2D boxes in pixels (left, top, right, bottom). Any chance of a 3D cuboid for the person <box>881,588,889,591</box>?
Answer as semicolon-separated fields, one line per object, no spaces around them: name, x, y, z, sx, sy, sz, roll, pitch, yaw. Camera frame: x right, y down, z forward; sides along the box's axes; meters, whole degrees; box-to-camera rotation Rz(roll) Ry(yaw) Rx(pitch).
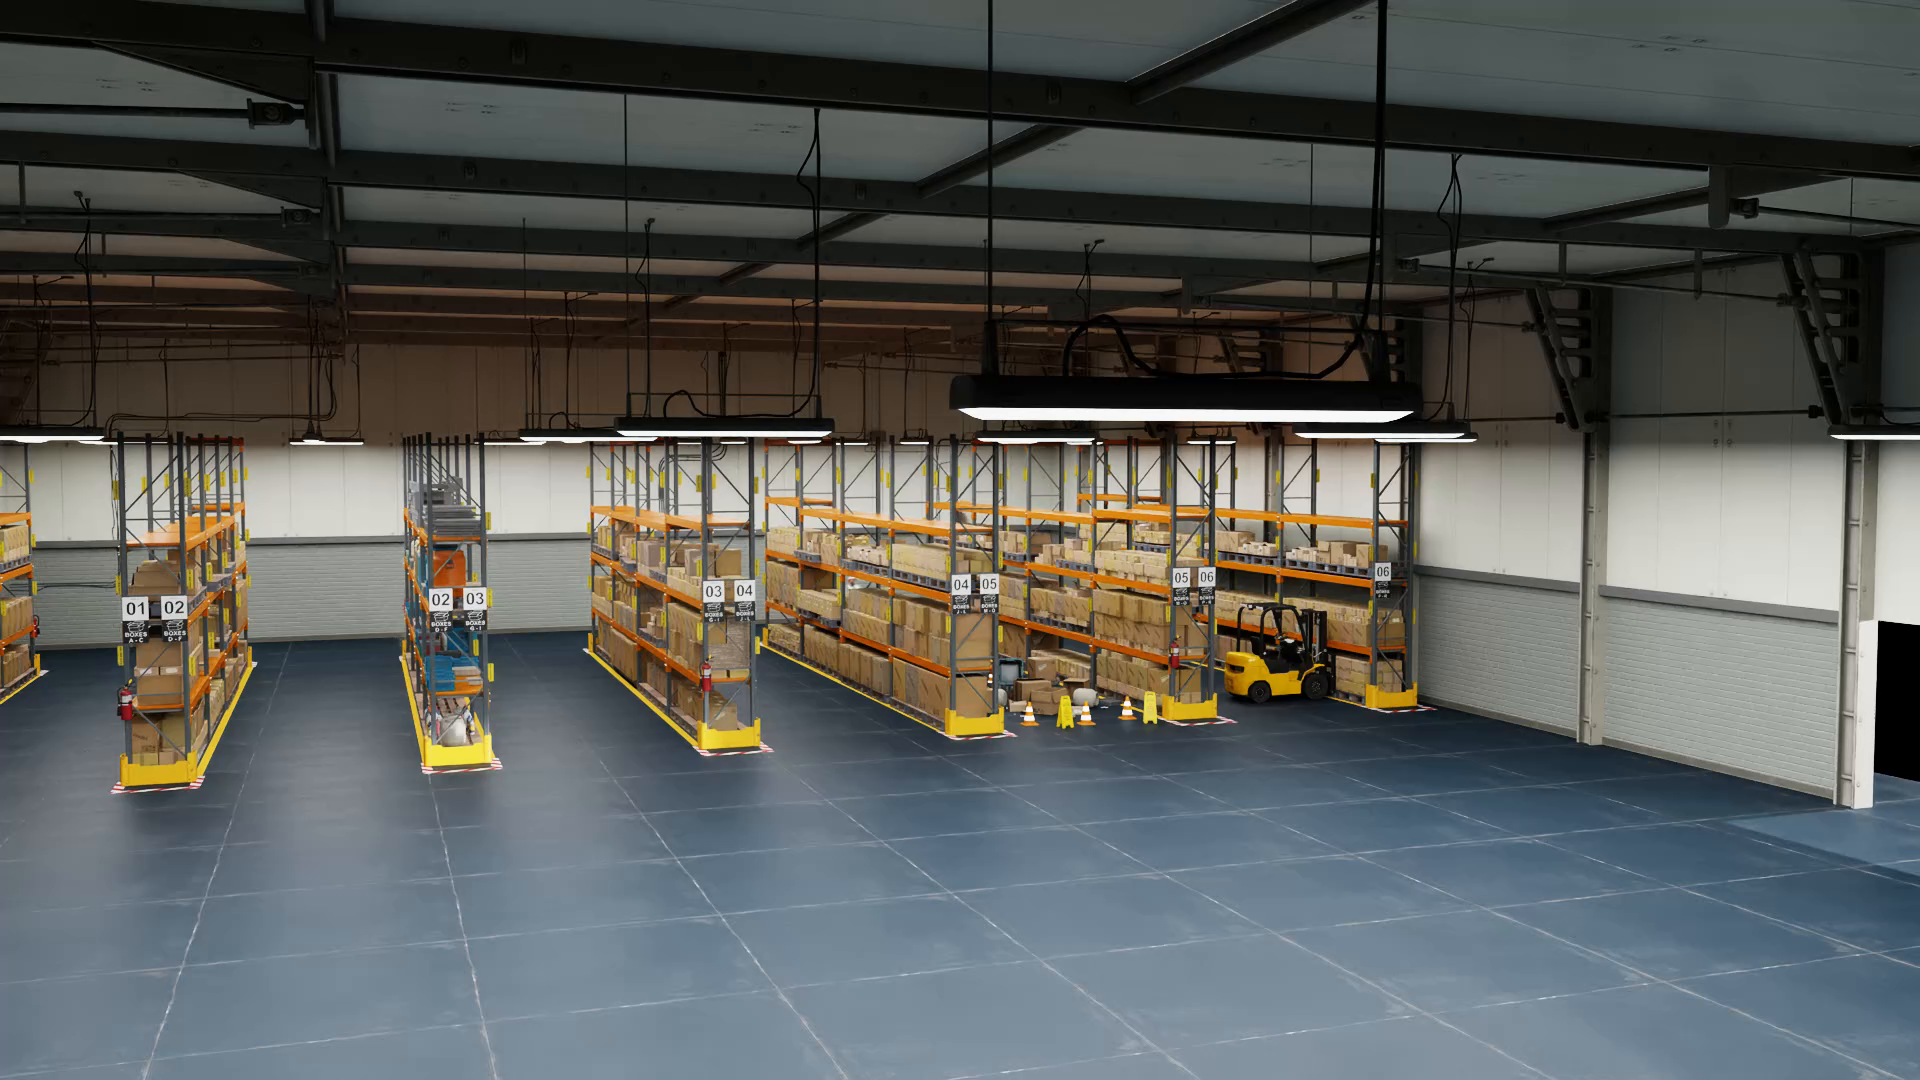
person;-2.168;2.067;48.860;0.475;1.358;0.341;1;3;14

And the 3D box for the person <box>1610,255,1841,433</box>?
person;9.475;-0.741;35.504;1.280;9.004;20.614;-2;4;-32

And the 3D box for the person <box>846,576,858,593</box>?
person;-3.355;1.941;51.942;0.475;1.707;0.408;0;3;-2
